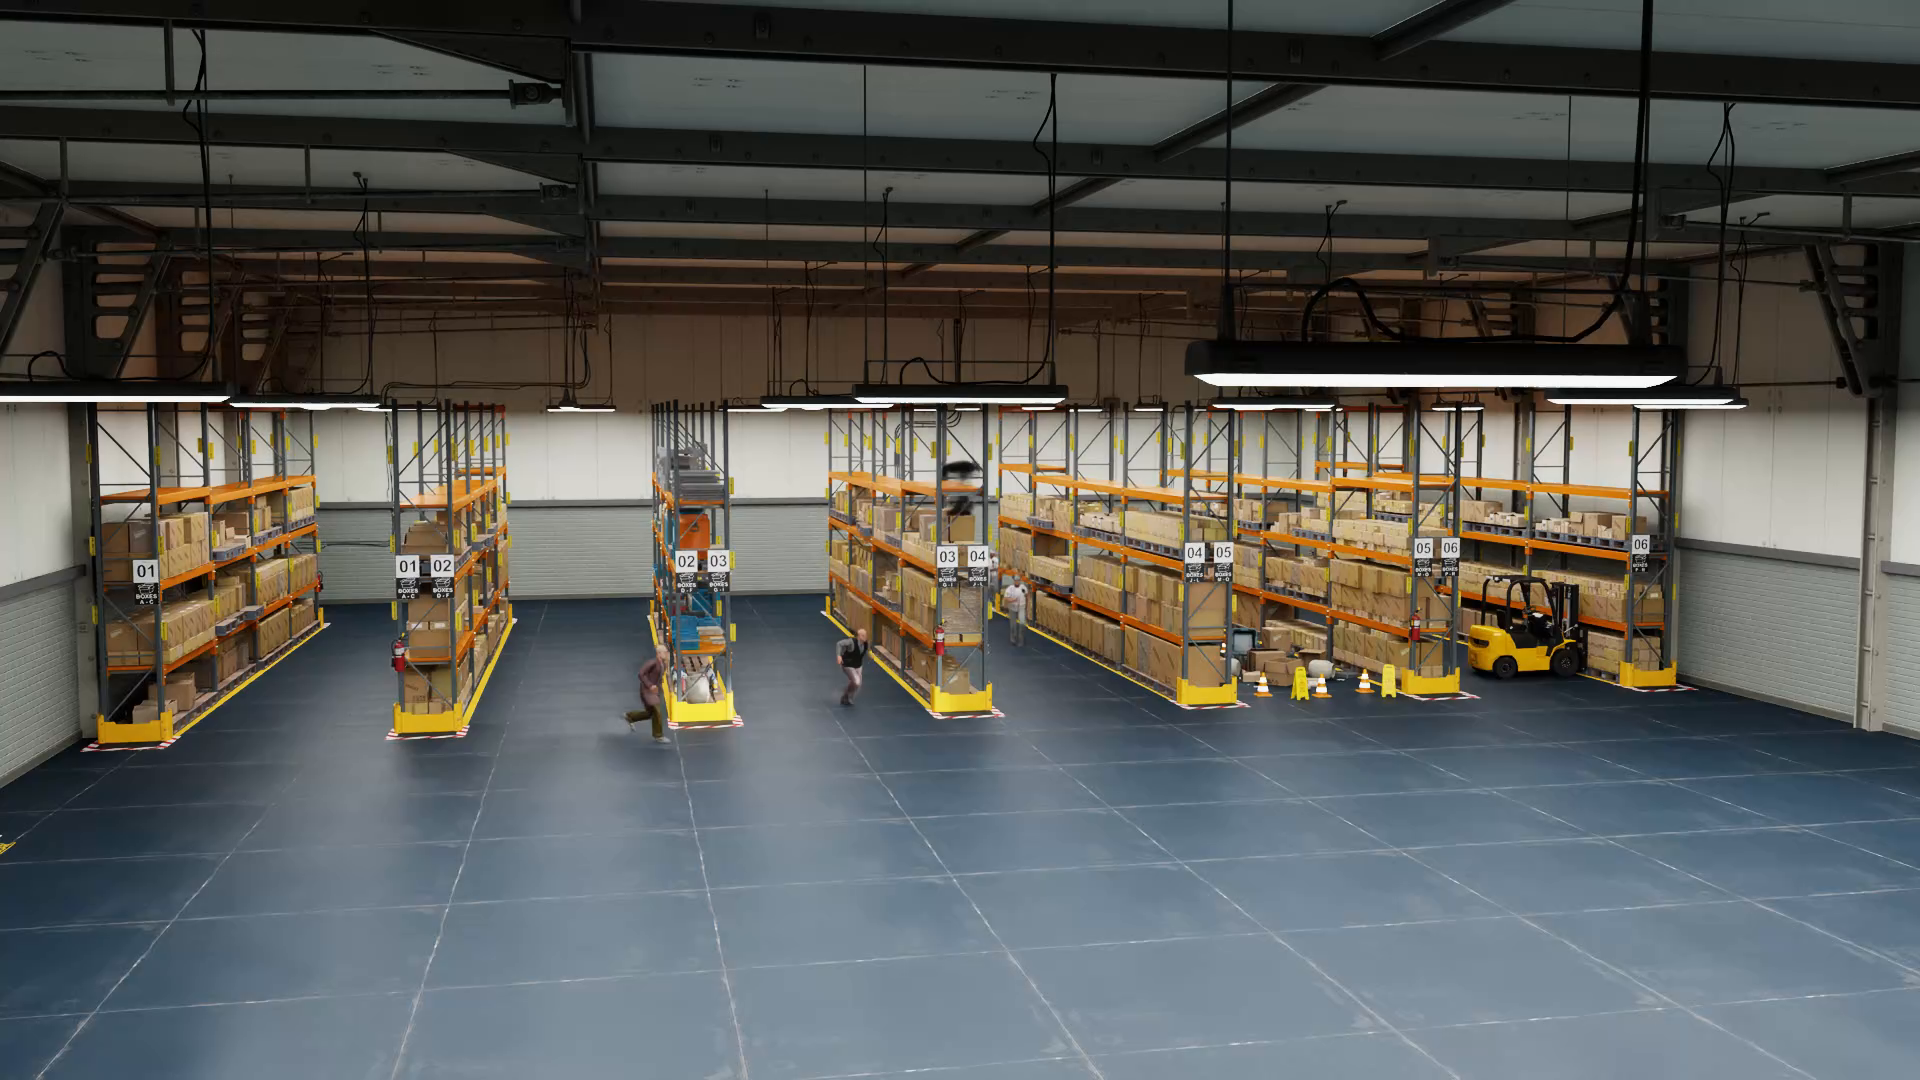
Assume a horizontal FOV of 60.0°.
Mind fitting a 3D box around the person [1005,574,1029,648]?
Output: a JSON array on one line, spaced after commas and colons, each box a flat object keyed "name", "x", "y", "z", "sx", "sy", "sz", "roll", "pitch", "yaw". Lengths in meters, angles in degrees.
[{"name": "person", "x": 1.413, "y": 1.755, "z": 41.095, "sx": 0.635, "sy": 1.839, "sz": 0.854, "roll": 0, "pitch": 4, "yaw": -5}]

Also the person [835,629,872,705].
[{"name": "person", "x": -2.084, "y": 2.493, "z": 32.425, "sx": 0.695, "sy": 1.559, "sz": 0.902, "roll": -4, "pitch": 6, "yaw": -40}]

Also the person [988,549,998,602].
[{"name": "person", "x": 0.997, "y": 1.106, "z": 50.377, "sx": 0.484, "sy": 1.707, "sz": 0.802, "roll": 2, "pitch": 5, "yaw": 25}]

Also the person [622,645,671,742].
[{"name": "person", "x": -5.526, "y": 2.697, "z": 29.137, "sx": 0.926, "sy": 1.732, "sz": 0.713, "roll": 2, "pitch": 5, "yaw": 23}]
